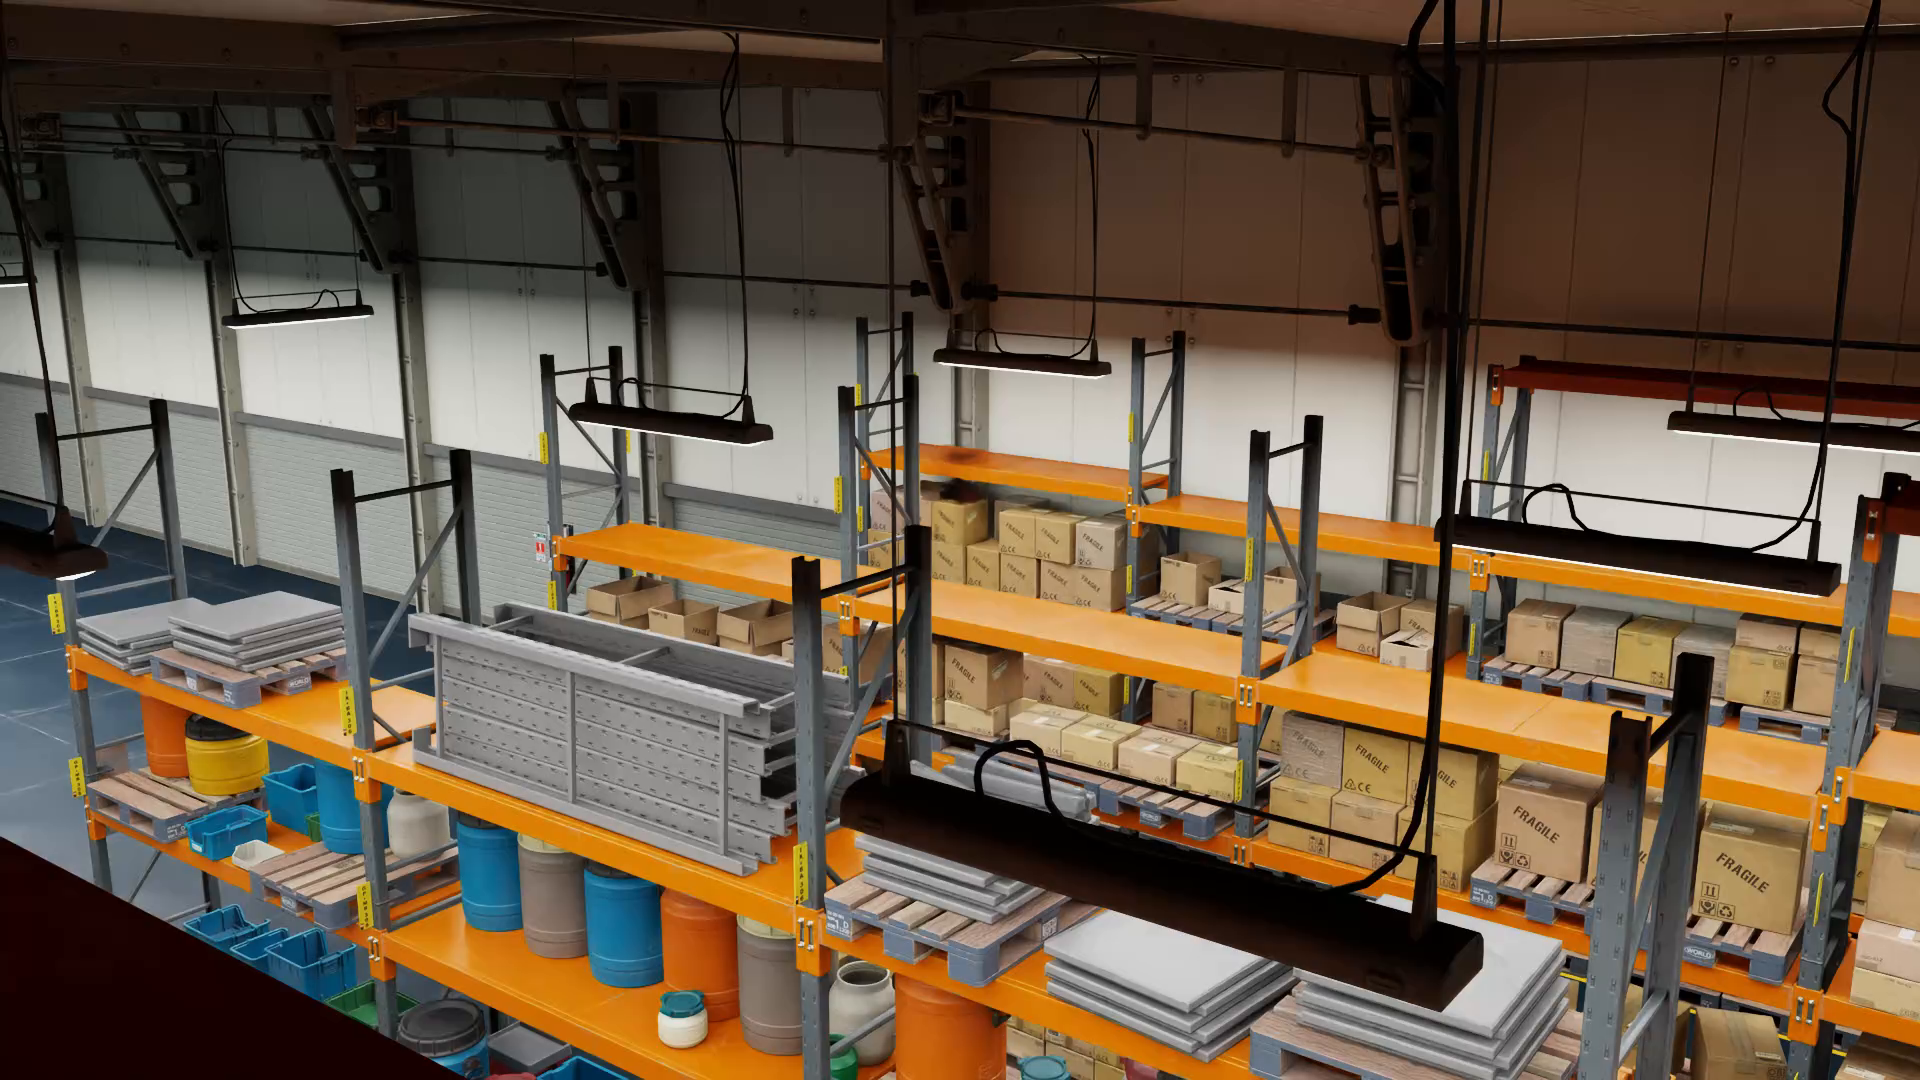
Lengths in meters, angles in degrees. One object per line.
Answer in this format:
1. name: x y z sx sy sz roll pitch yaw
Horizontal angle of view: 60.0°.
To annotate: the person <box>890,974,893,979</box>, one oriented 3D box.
1. person: -0.573 4.195 13.217 1.090 1.717 0.697 7 15 27
